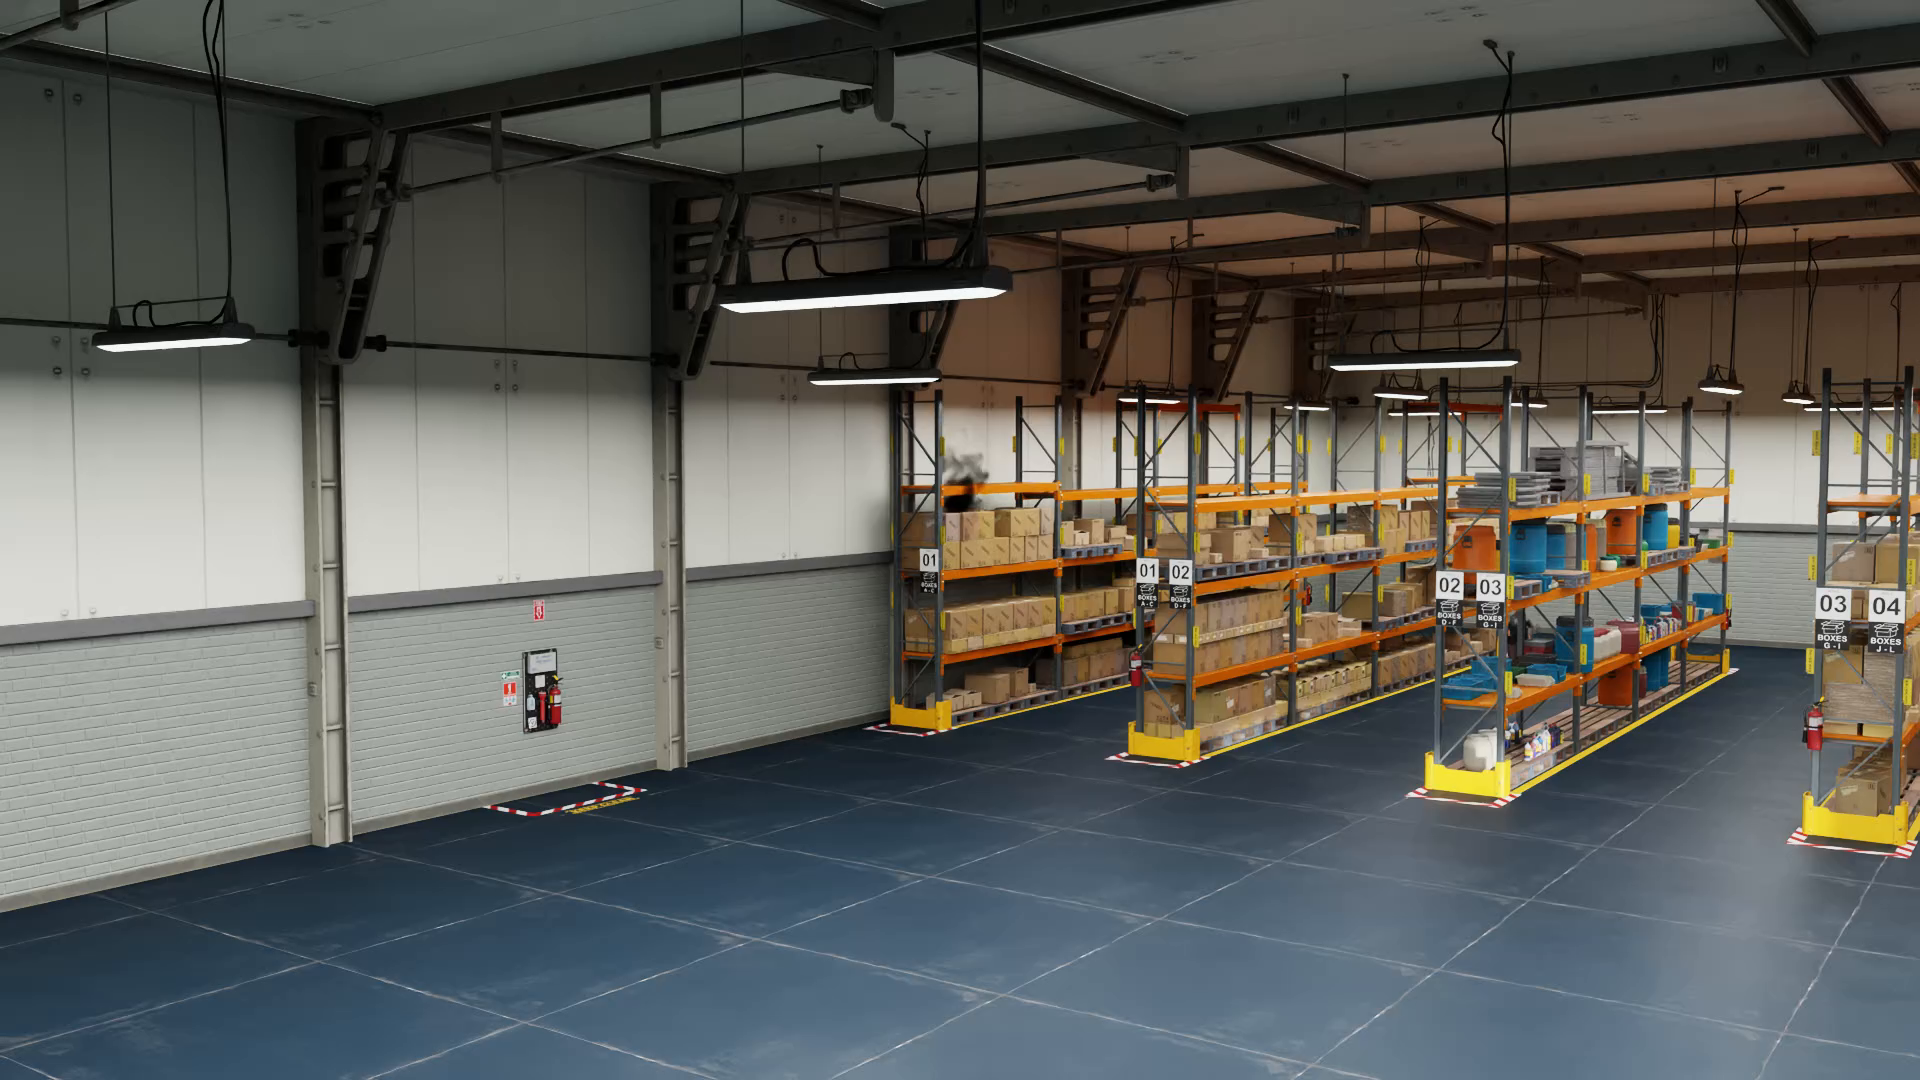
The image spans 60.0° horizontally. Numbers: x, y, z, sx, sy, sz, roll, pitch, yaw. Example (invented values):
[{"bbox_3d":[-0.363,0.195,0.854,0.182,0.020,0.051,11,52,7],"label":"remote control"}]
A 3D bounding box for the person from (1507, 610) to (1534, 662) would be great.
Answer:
[{"bbox_3d":[11.590,2.192,34.598,0.661,1.718,0.936,1,3,19],"label":"person"}]
